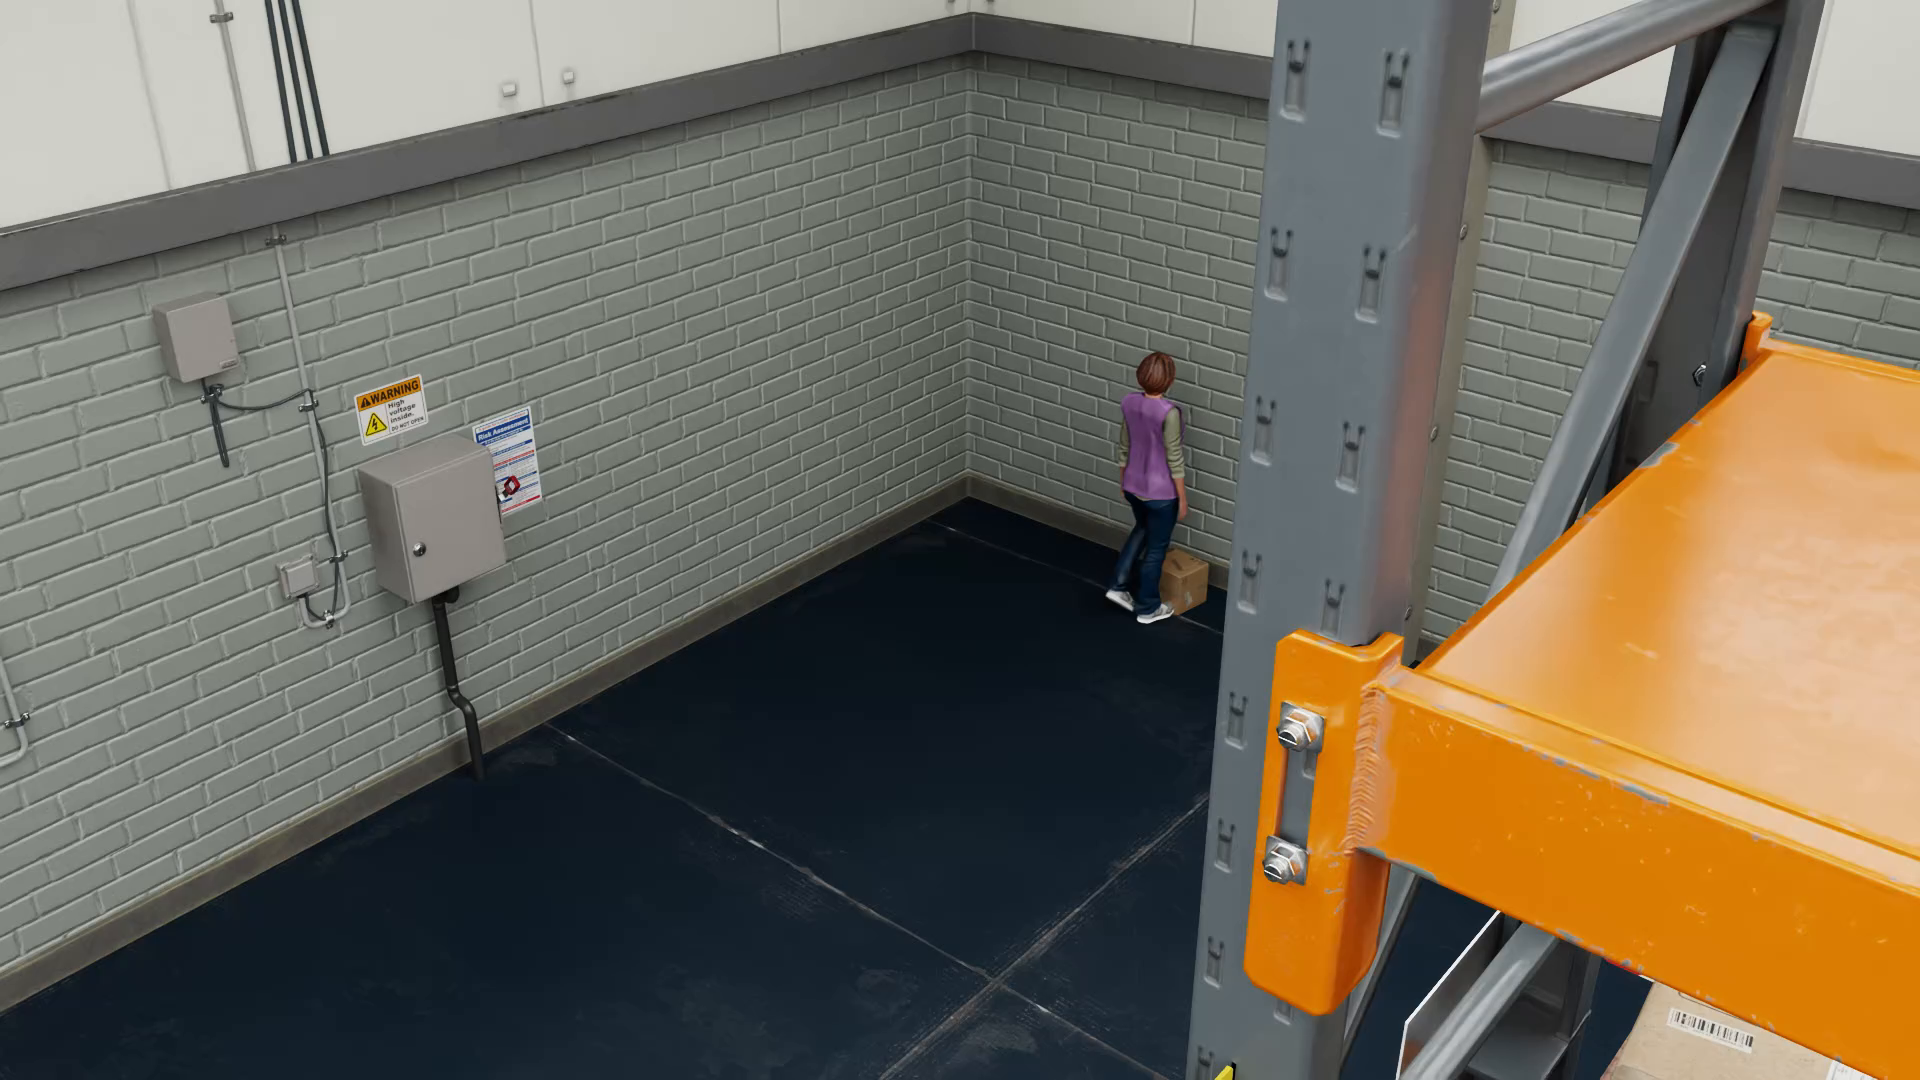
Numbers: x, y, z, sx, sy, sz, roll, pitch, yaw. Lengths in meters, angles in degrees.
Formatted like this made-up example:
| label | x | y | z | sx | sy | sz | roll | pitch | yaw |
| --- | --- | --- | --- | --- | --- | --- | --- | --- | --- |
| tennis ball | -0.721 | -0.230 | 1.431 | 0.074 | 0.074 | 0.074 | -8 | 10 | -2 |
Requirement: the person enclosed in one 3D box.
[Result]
| label | x | y | z | sx | sy | sz | roll | pitch | yaw |
| --- | --- | --- | --- | --- | --- | --- | --- | --- | --- |
| person | 1.069 | -0.261 | 9.135 | 0.336 | 1.623 | 0.448 | -23 | 35 | -36 |
